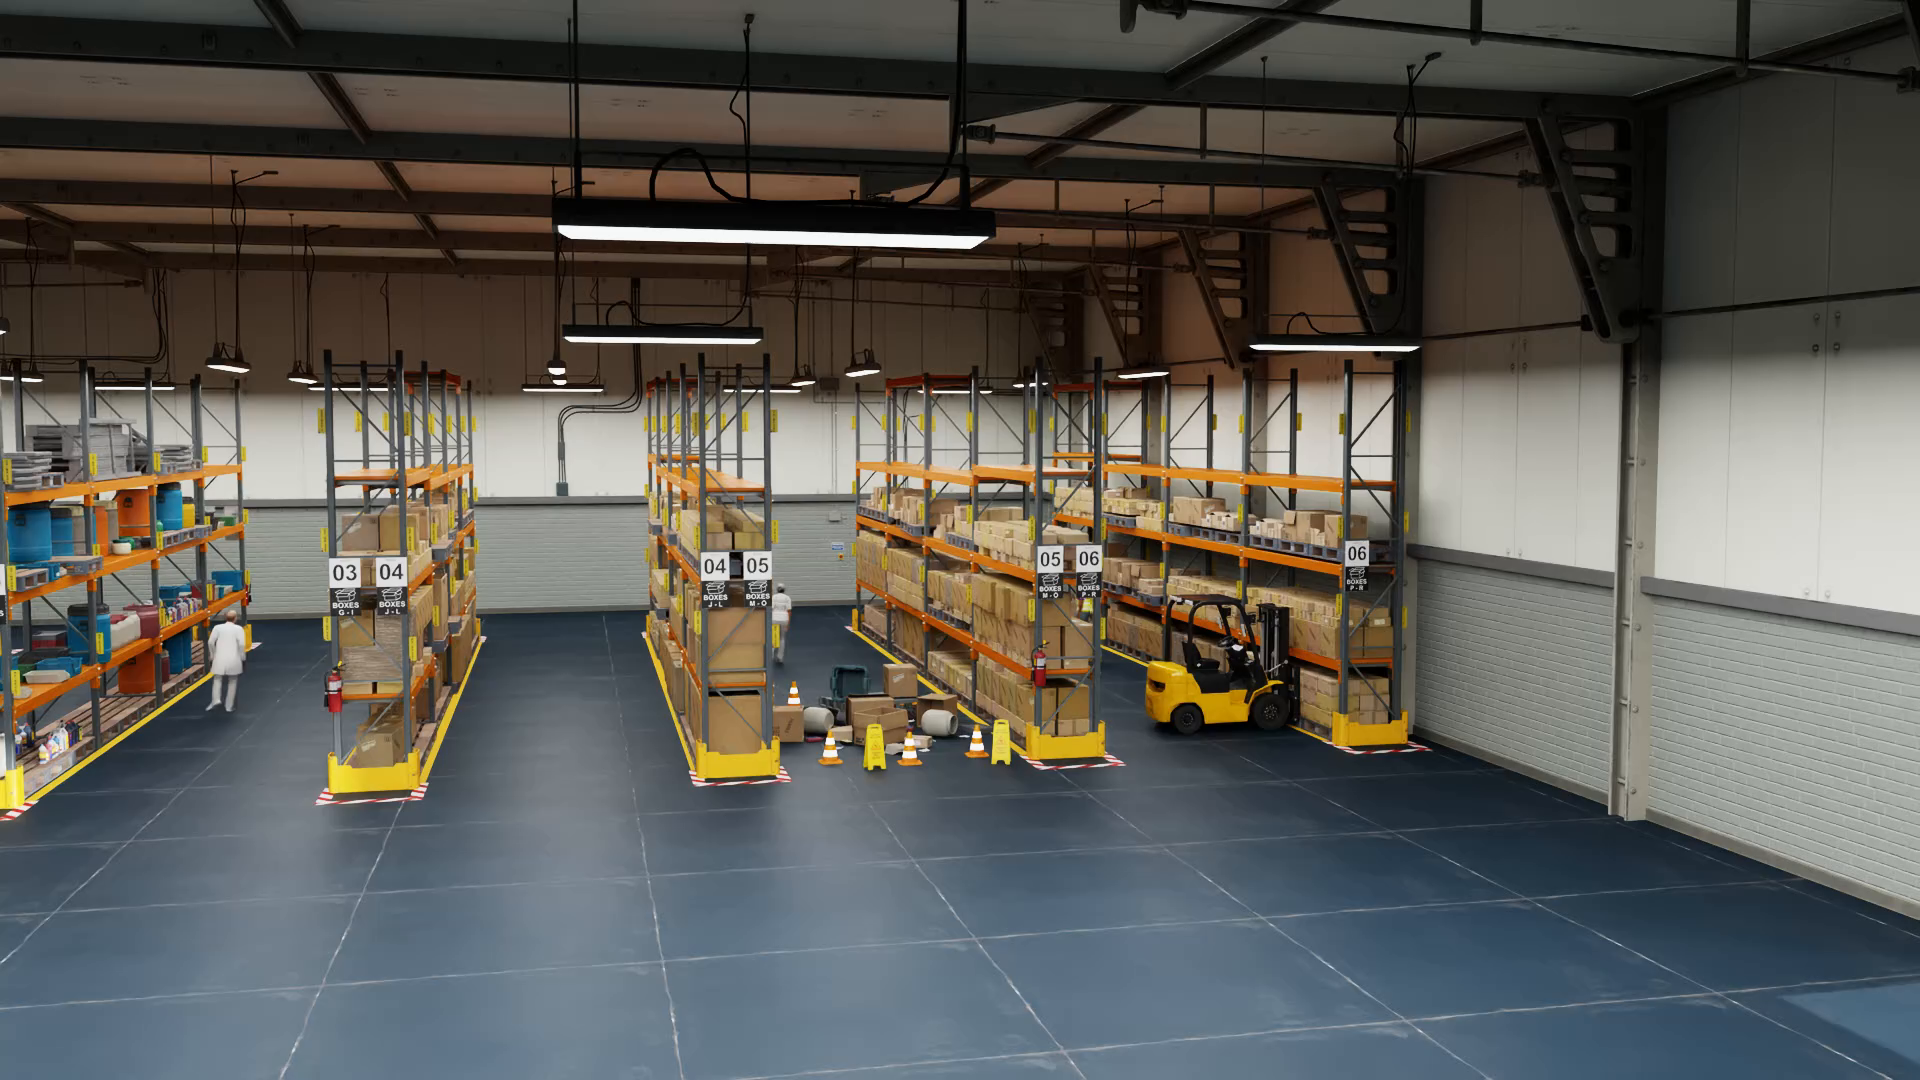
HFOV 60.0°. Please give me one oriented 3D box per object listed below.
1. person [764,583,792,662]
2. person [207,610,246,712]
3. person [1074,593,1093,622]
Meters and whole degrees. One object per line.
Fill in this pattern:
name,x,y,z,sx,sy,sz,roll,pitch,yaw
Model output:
person,-3.832,1.739,34.937,0.588,1.673,0.412,-1,4,-9
person,-12.752,2.118,28.910,0.631,1.752,0.703,-1,4,-11
person,2.644,1.502,35.260,0.537,1.741,0.616,3,5,39
